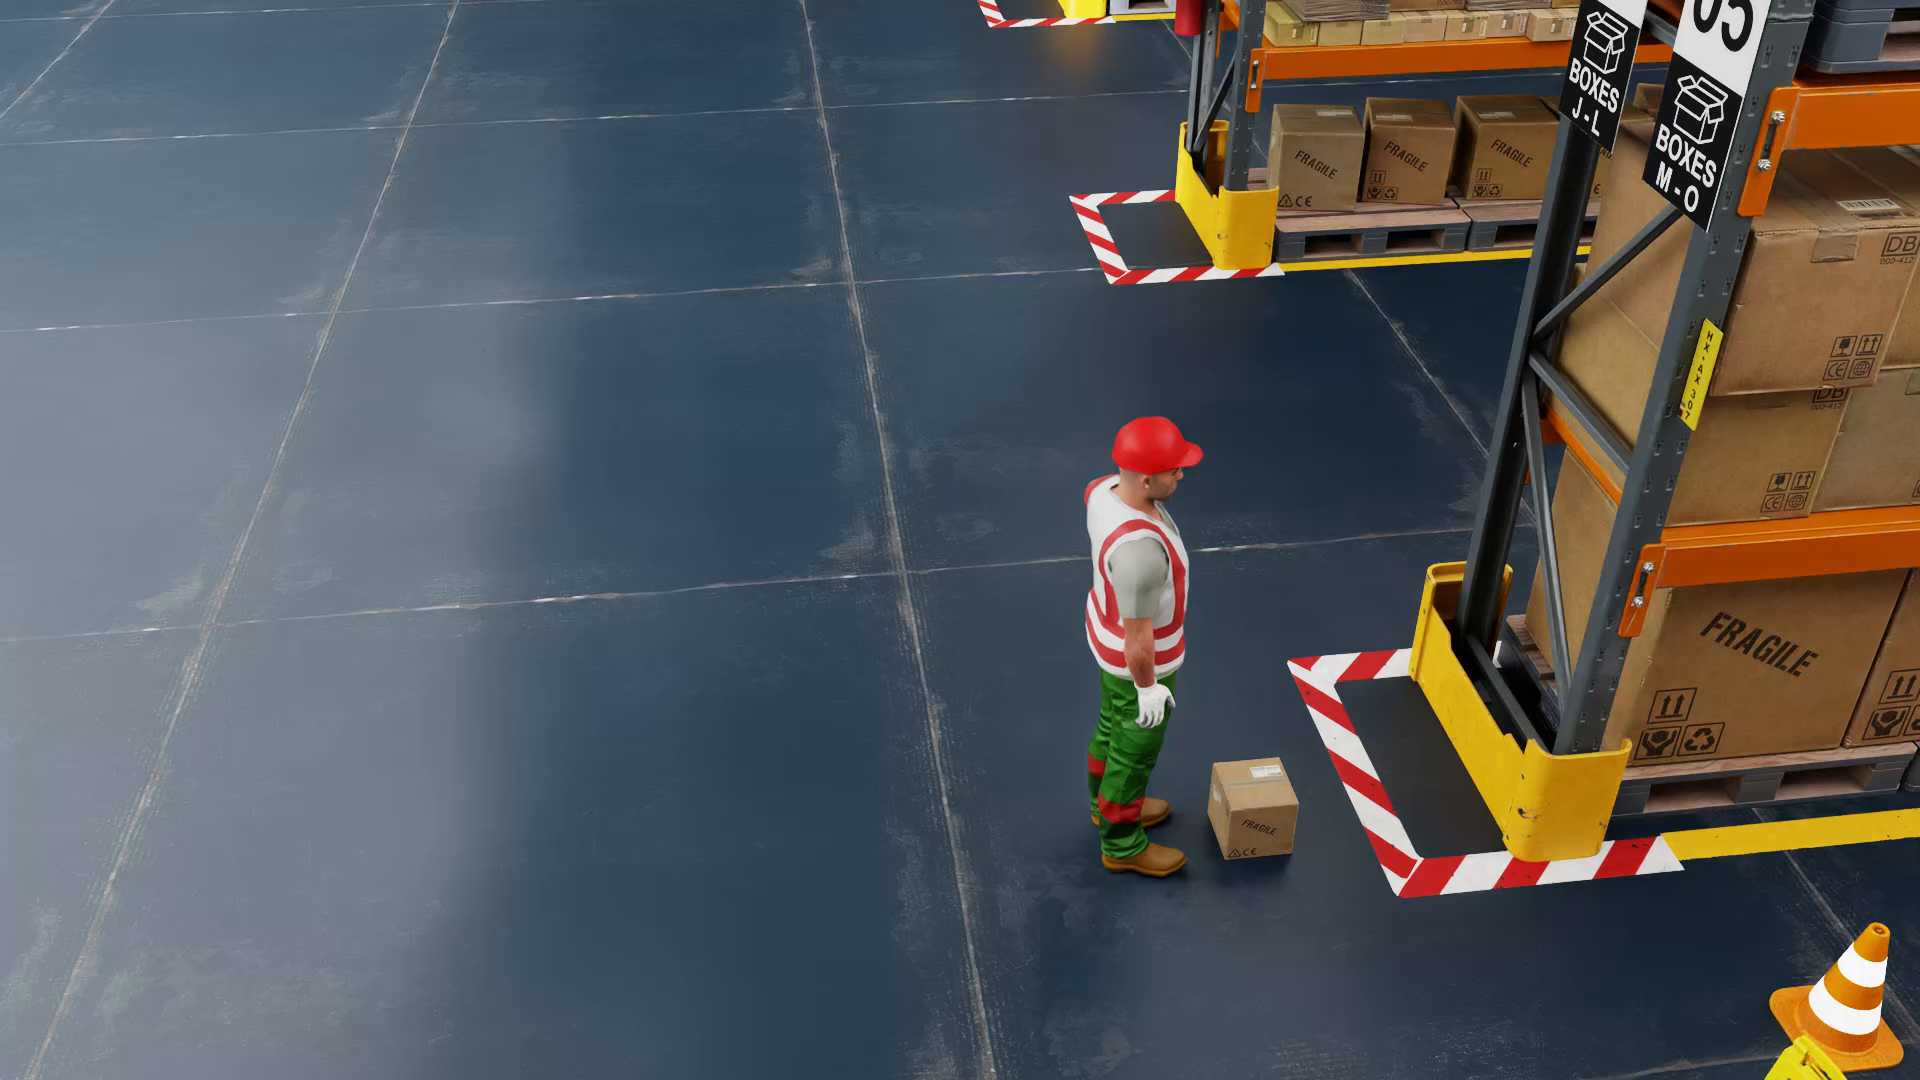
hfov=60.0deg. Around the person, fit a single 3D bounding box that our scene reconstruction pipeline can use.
[{"bbox_3d":[0.606,0.363,5.572,0.386,1.792,0.544,-4,35,-6],"label":"person"}]
